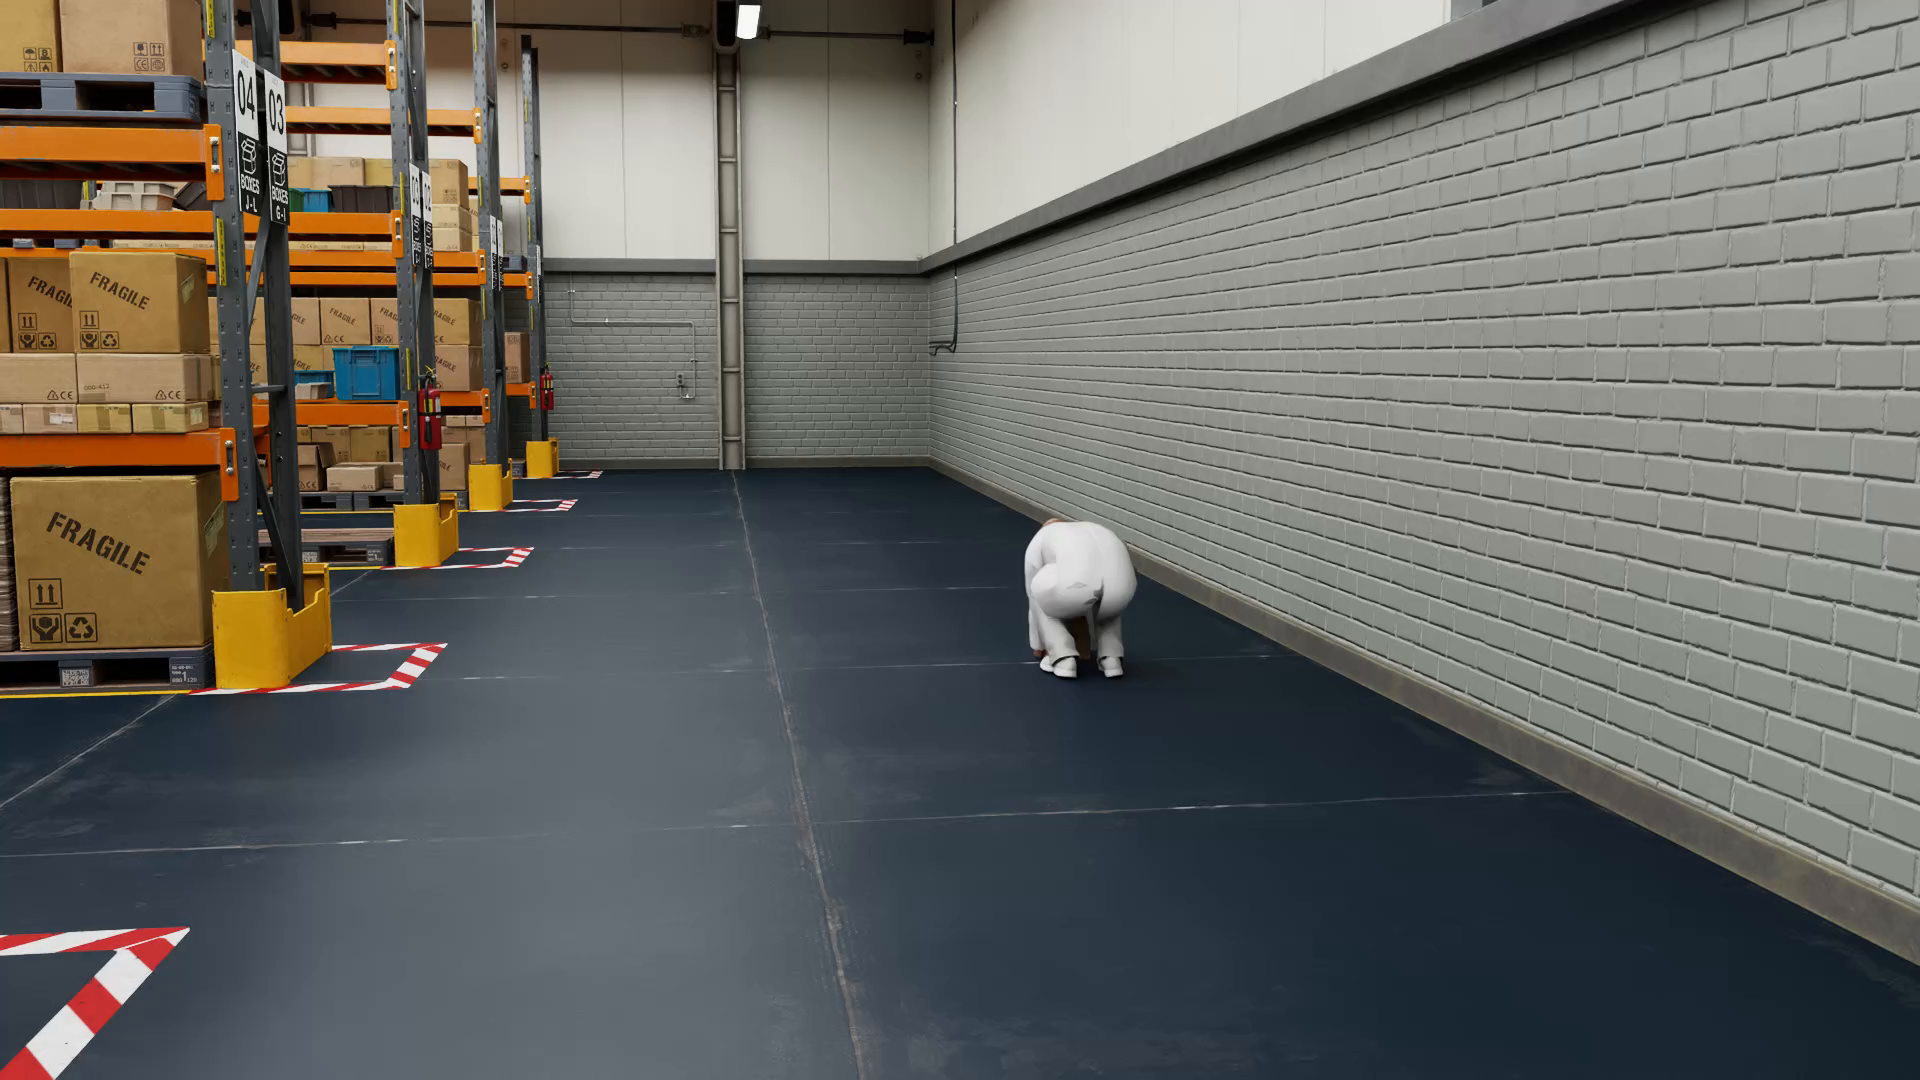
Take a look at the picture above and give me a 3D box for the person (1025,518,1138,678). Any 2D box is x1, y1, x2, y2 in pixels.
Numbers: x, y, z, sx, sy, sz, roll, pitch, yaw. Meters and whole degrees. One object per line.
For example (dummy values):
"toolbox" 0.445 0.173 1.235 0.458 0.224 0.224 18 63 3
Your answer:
"person" 0.643 0.314 9.006 0.577 0.811 0.942 -1 6 -10
